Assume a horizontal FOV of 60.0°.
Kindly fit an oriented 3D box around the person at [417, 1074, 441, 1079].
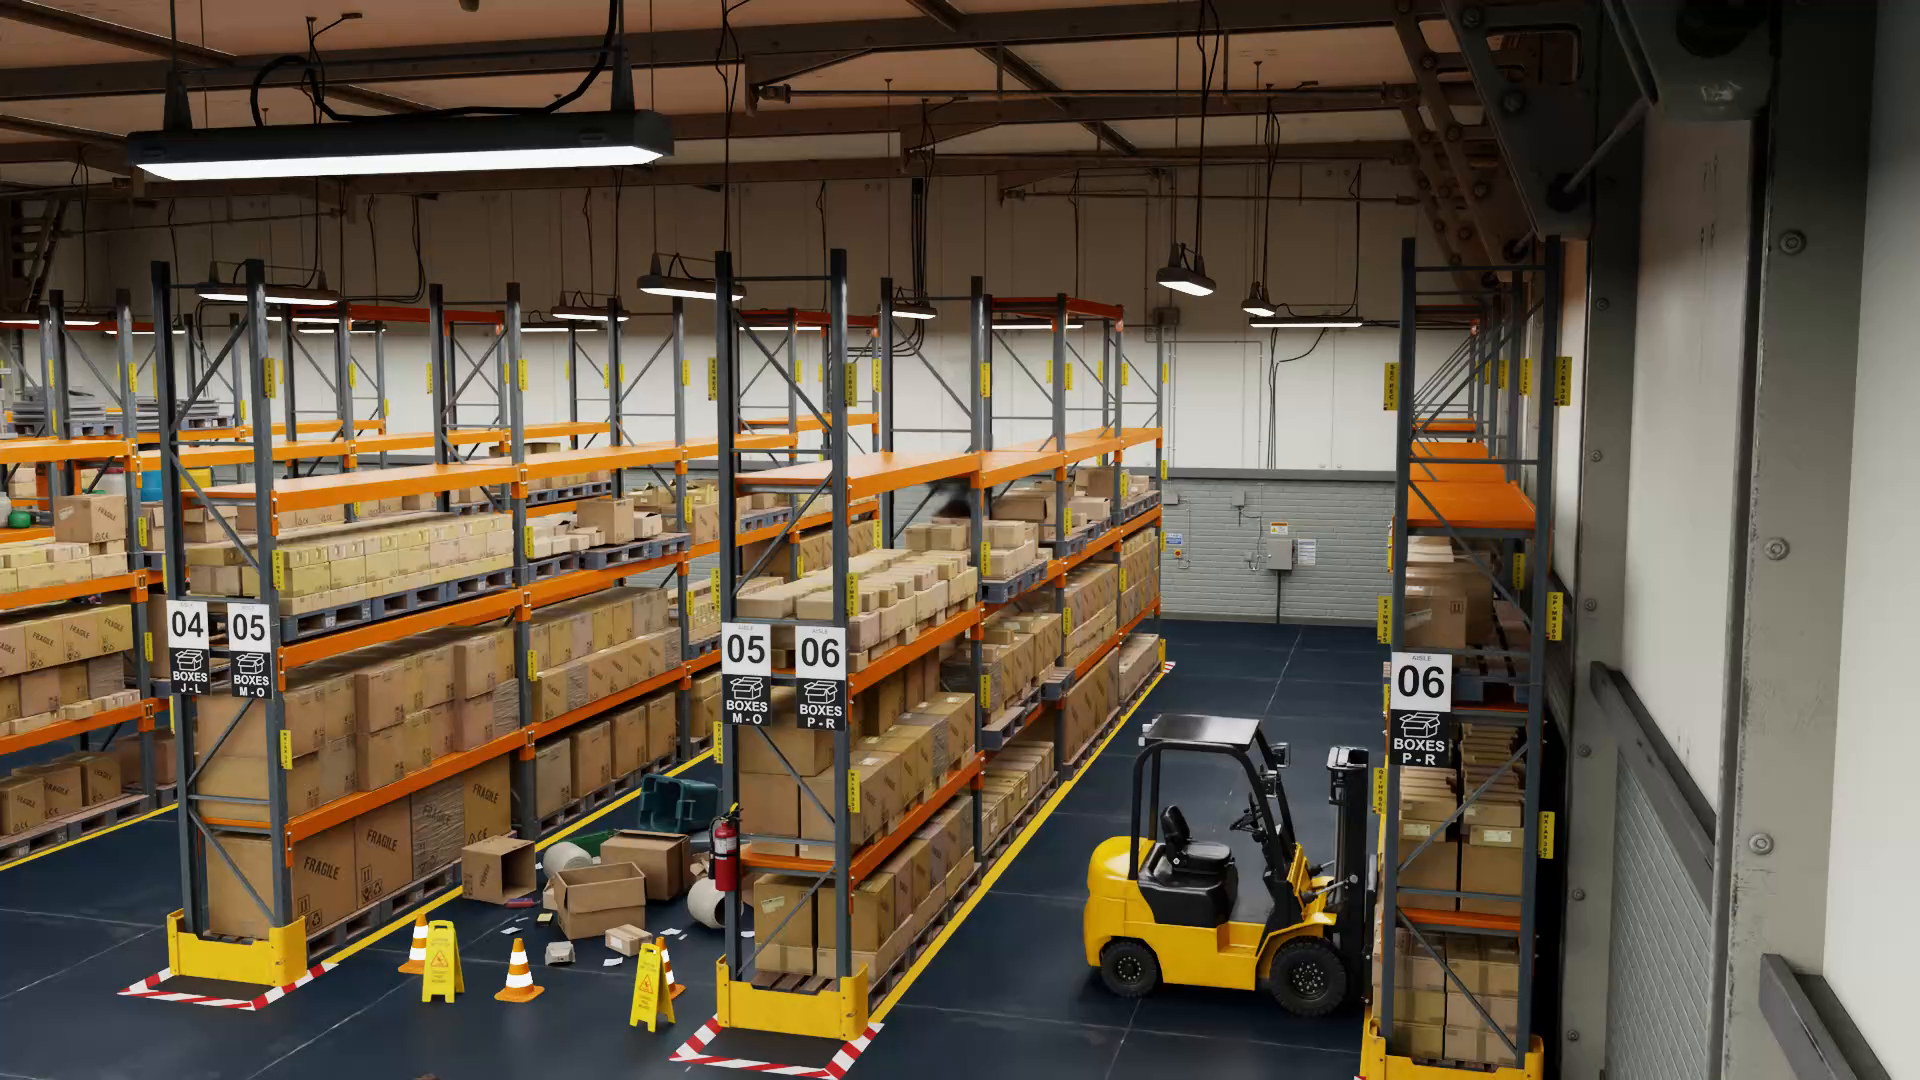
[{"bbox_3d":[-2.610,3.450,8.372,0.591,1.638,0.786,-2,6,-14],"label":"person"}]
